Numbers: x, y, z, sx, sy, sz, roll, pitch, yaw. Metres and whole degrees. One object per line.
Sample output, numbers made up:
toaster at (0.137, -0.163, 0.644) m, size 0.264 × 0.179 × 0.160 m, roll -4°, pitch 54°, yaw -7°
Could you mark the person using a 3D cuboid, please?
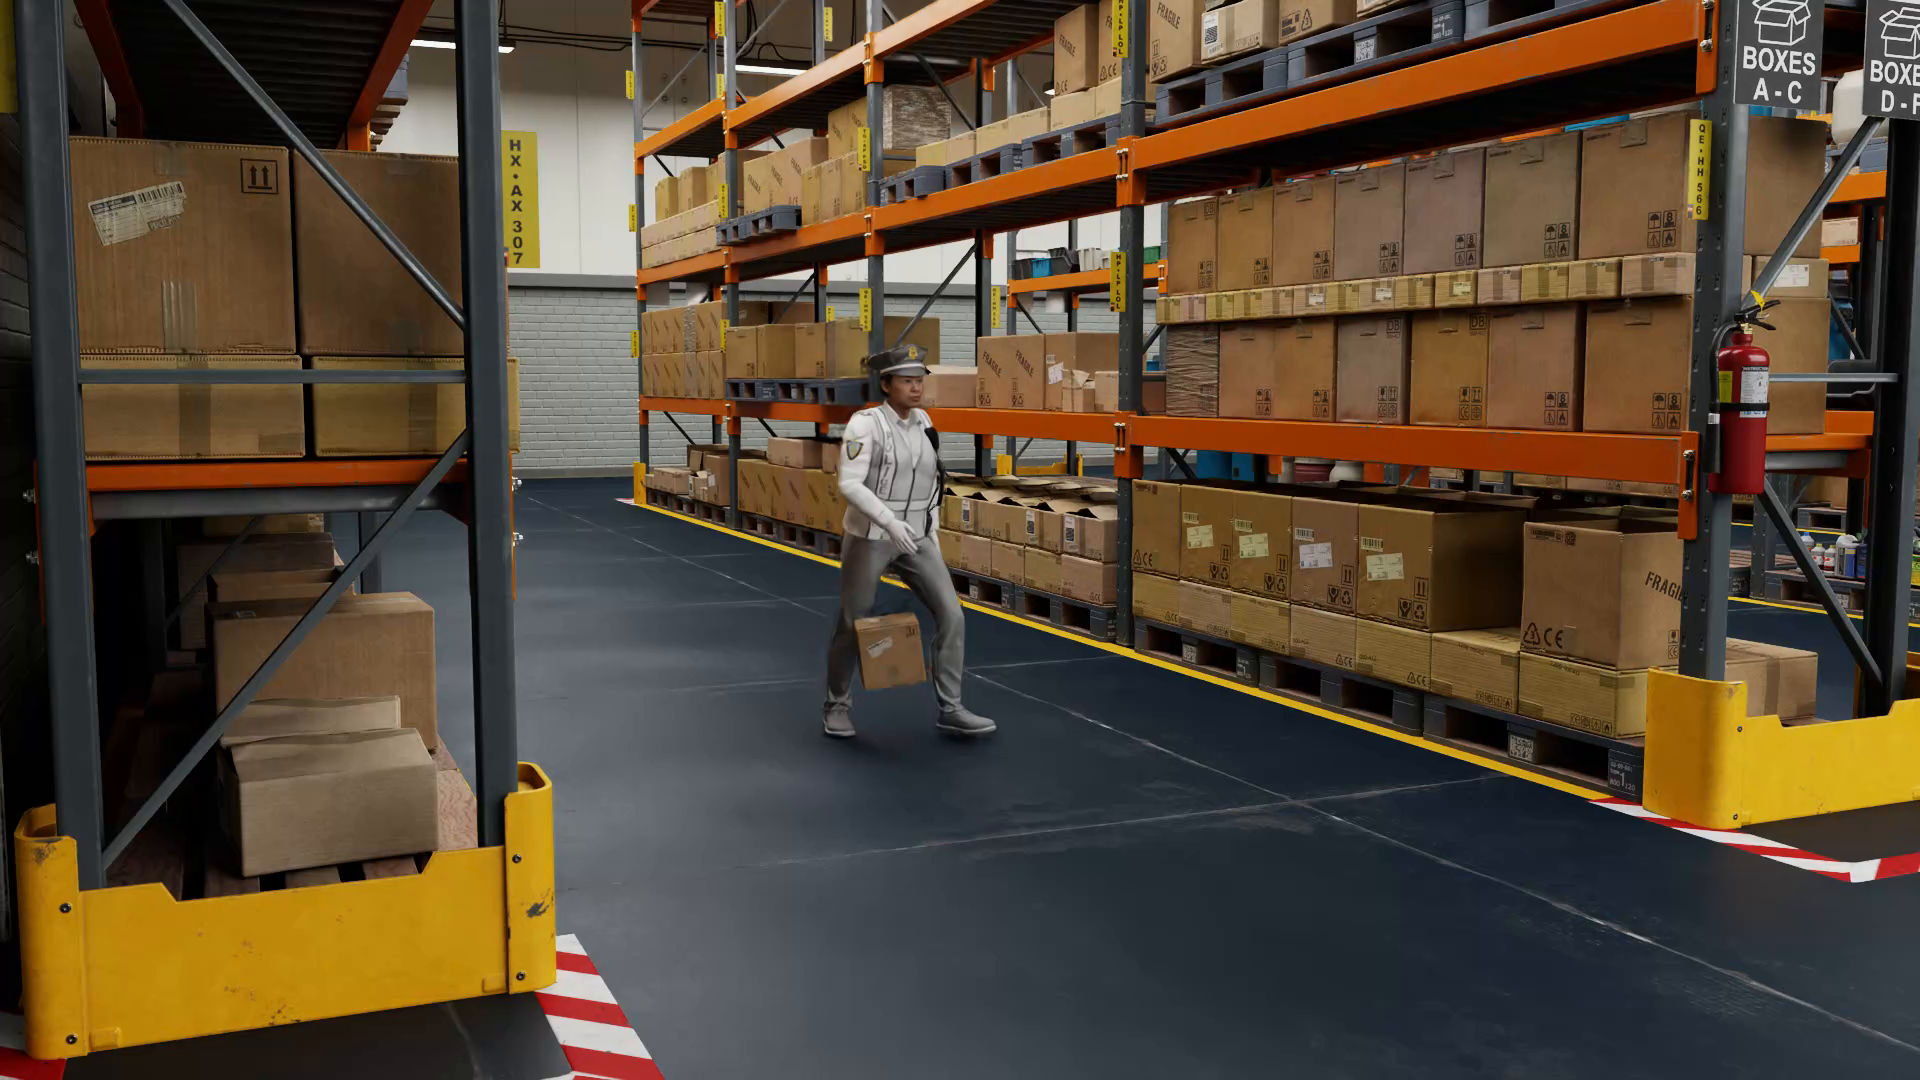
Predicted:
person at (-0.278, 0.011, 6.941) m, size 0.605 × 1.645 × 0.700 m, roll -4°, pitch 7°, yaw -38°
